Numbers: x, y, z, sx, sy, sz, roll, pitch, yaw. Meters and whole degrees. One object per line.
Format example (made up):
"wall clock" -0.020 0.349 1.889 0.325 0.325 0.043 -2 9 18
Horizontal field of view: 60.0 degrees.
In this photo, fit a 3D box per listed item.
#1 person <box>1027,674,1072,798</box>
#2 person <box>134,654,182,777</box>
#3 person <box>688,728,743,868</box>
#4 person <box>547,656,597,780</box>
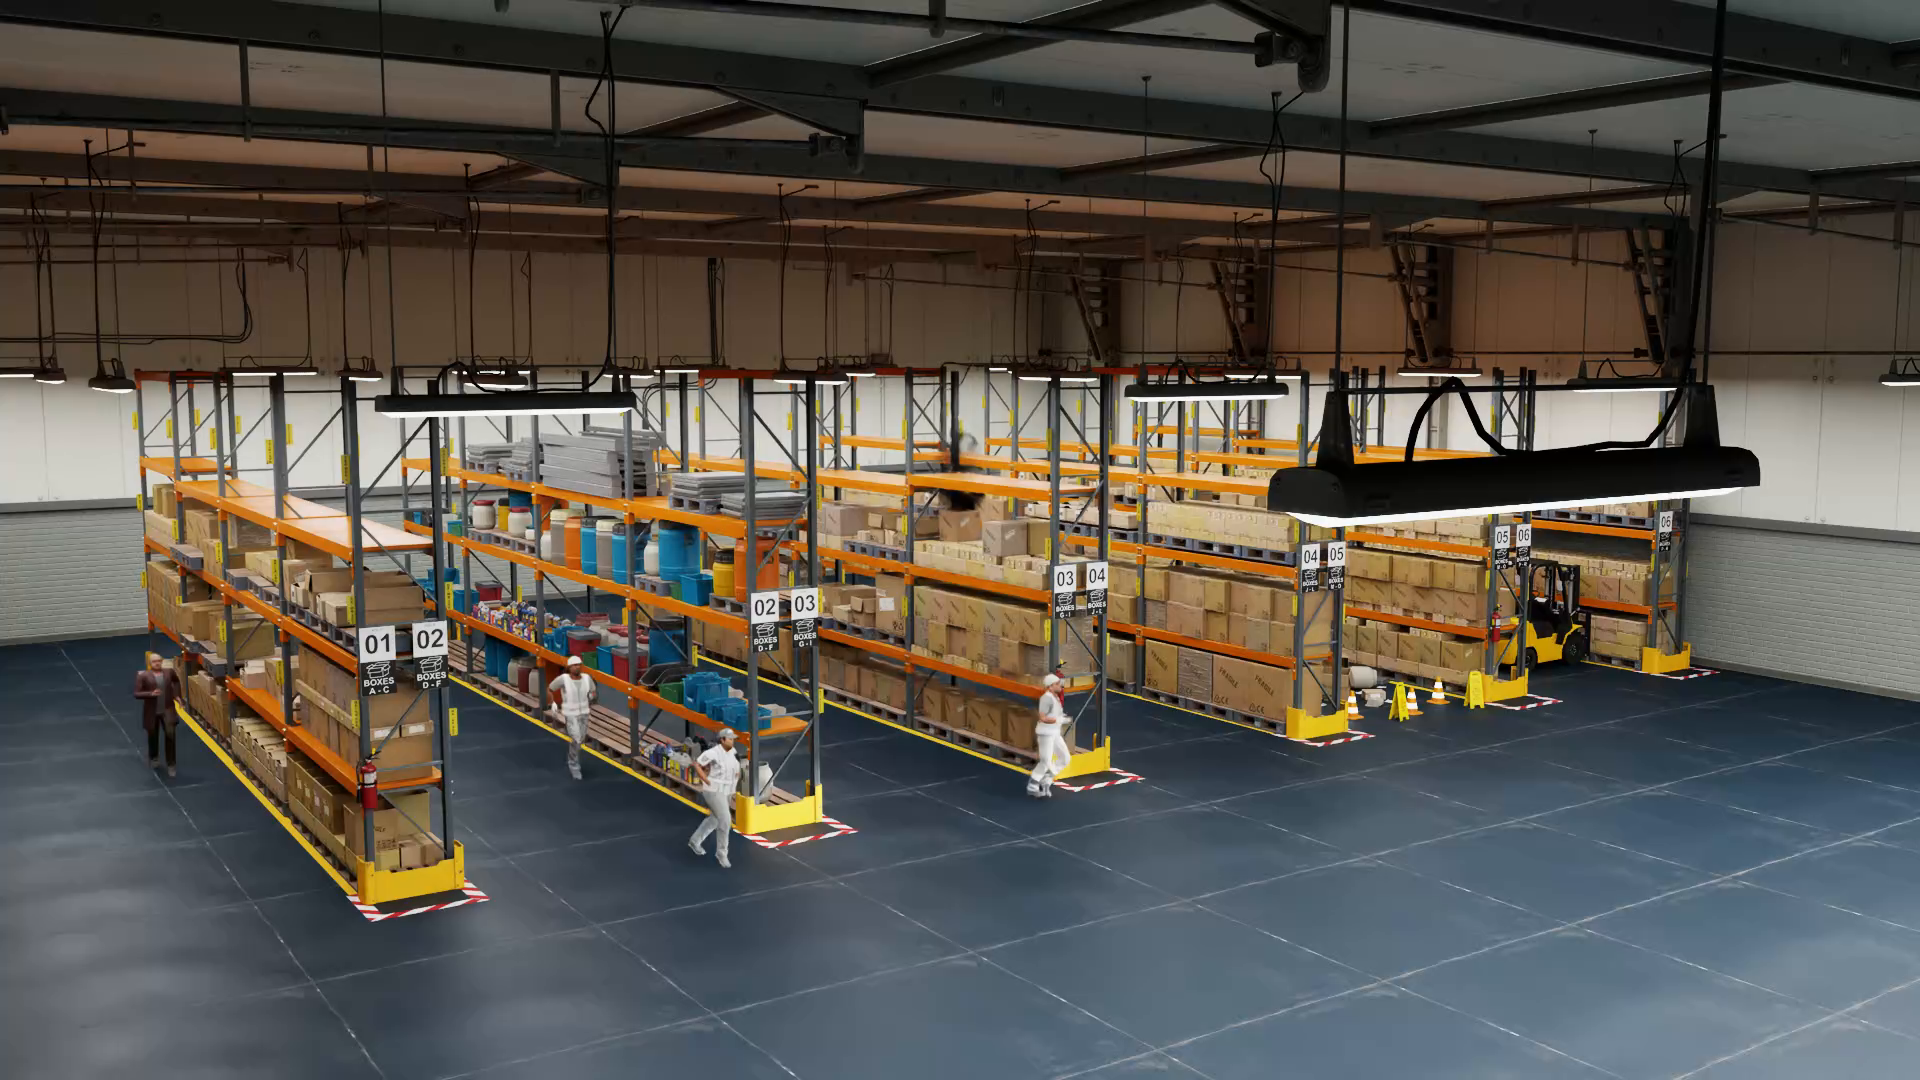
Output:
"person" 1.330 2.792 23.692 0.660 1.769 0.659 3 7 25
"person" -12.068 2.621 25.051 0.677 1.846 0.864 -4 8 -32
"person" -3.042 3.190 20.855 0.786 1.687 0.665 3 7 28
"person" -5.746 2.644 24.862 0.662 1.841 0.776 -6 9 -42
